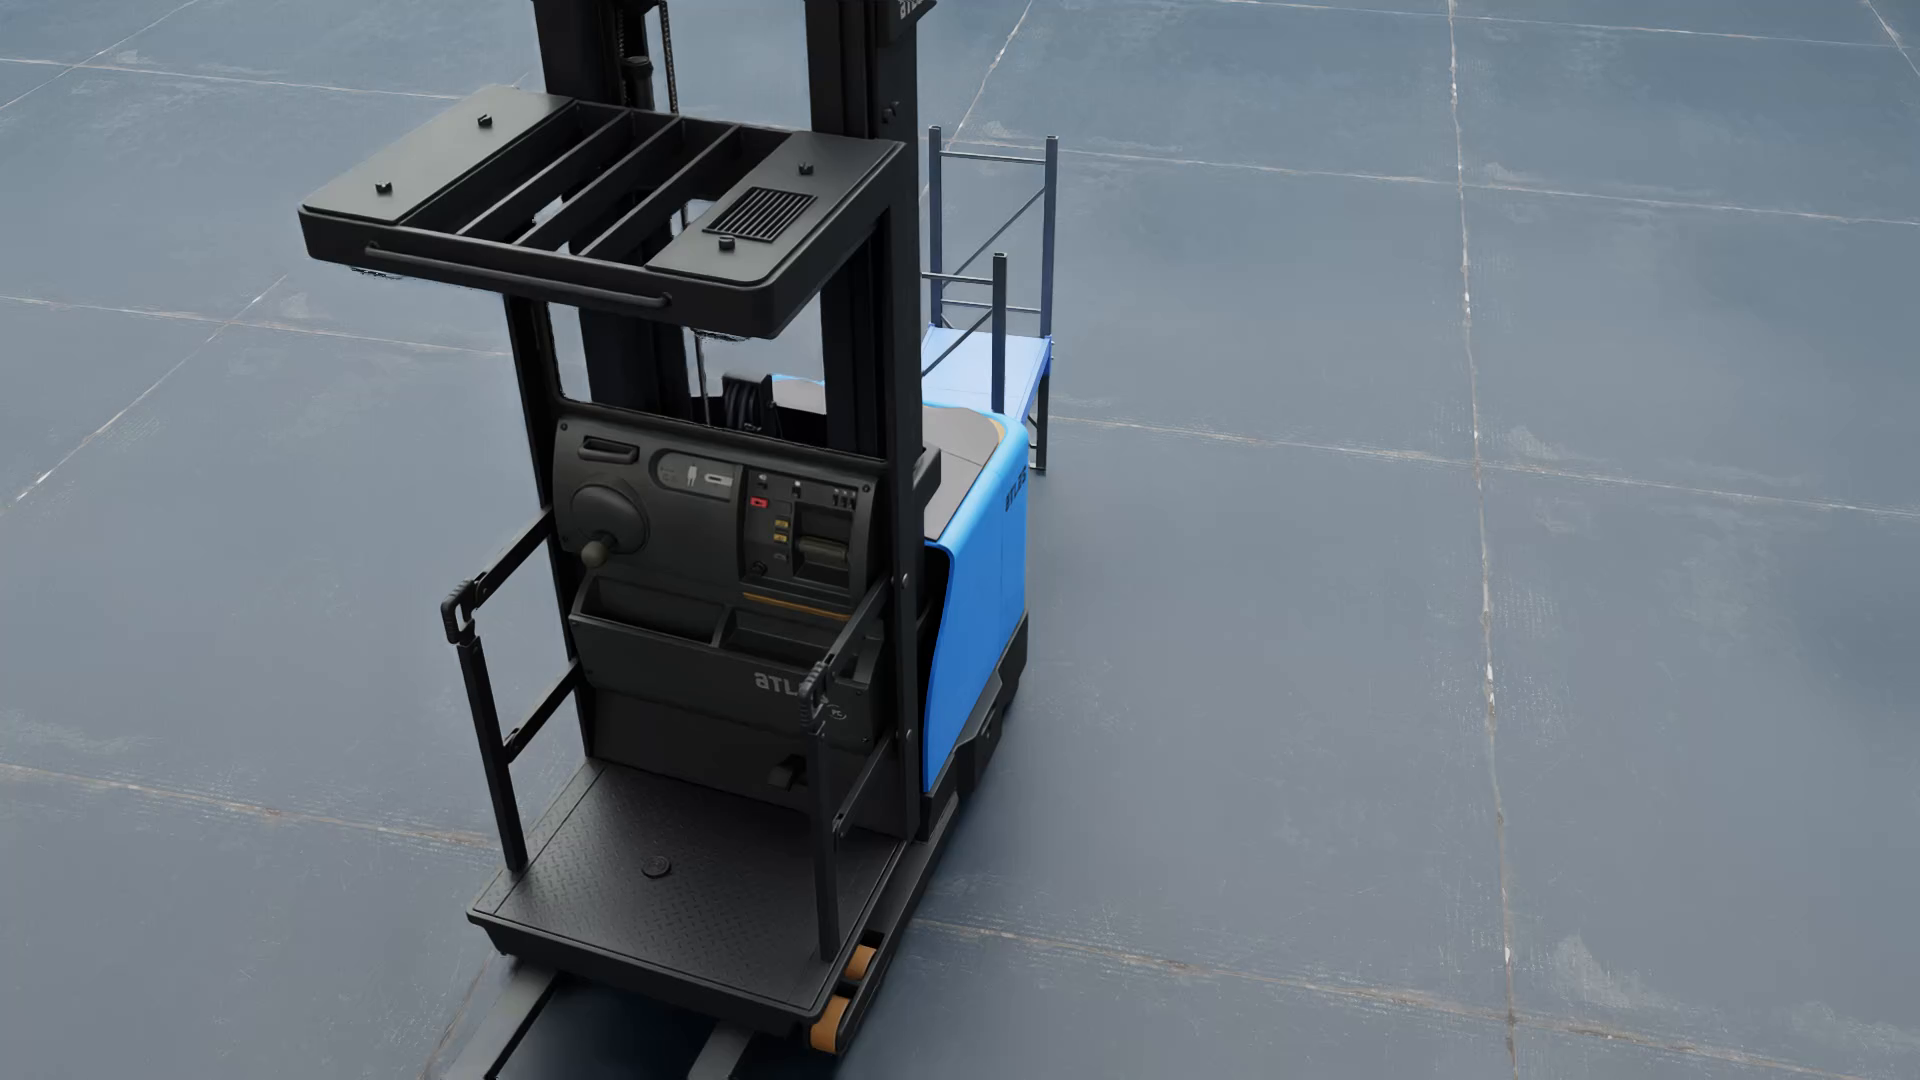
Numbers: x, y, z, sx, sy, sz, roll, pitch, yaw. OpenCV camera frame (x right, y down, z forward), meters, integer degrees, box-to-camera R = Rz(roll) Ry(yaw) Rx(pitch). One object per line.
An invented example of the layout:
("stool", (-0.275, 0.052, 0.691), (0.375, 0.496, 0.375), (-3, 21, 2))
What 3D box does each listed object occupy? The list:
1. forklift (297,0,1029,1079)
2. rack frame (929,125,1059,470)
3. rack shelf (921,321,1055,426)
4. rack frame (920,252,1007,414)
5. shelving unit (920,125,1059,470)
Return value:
("forklift", (-0.732, -0.002, 4.256), (1.130, 2.935, 3.031), (12, 38, 16))
("rack frame", (0.127, -0.948, 6.779), (0.500, 1.500, 0.032), (7, 37, 10))
("rack shelf", (0.018, -0.511, 6.483), (0.538, 0.185, 1.000), (7, 37, 10))
("rack frame", (-0.090, -0.365, 5.975), (0.500, 1.500, 0.032), (7, 37, 10))
("shelving unit", (0.018, -0.656, 6.377), (0.538, 1.500, 1.048), (7, 37, 10))
